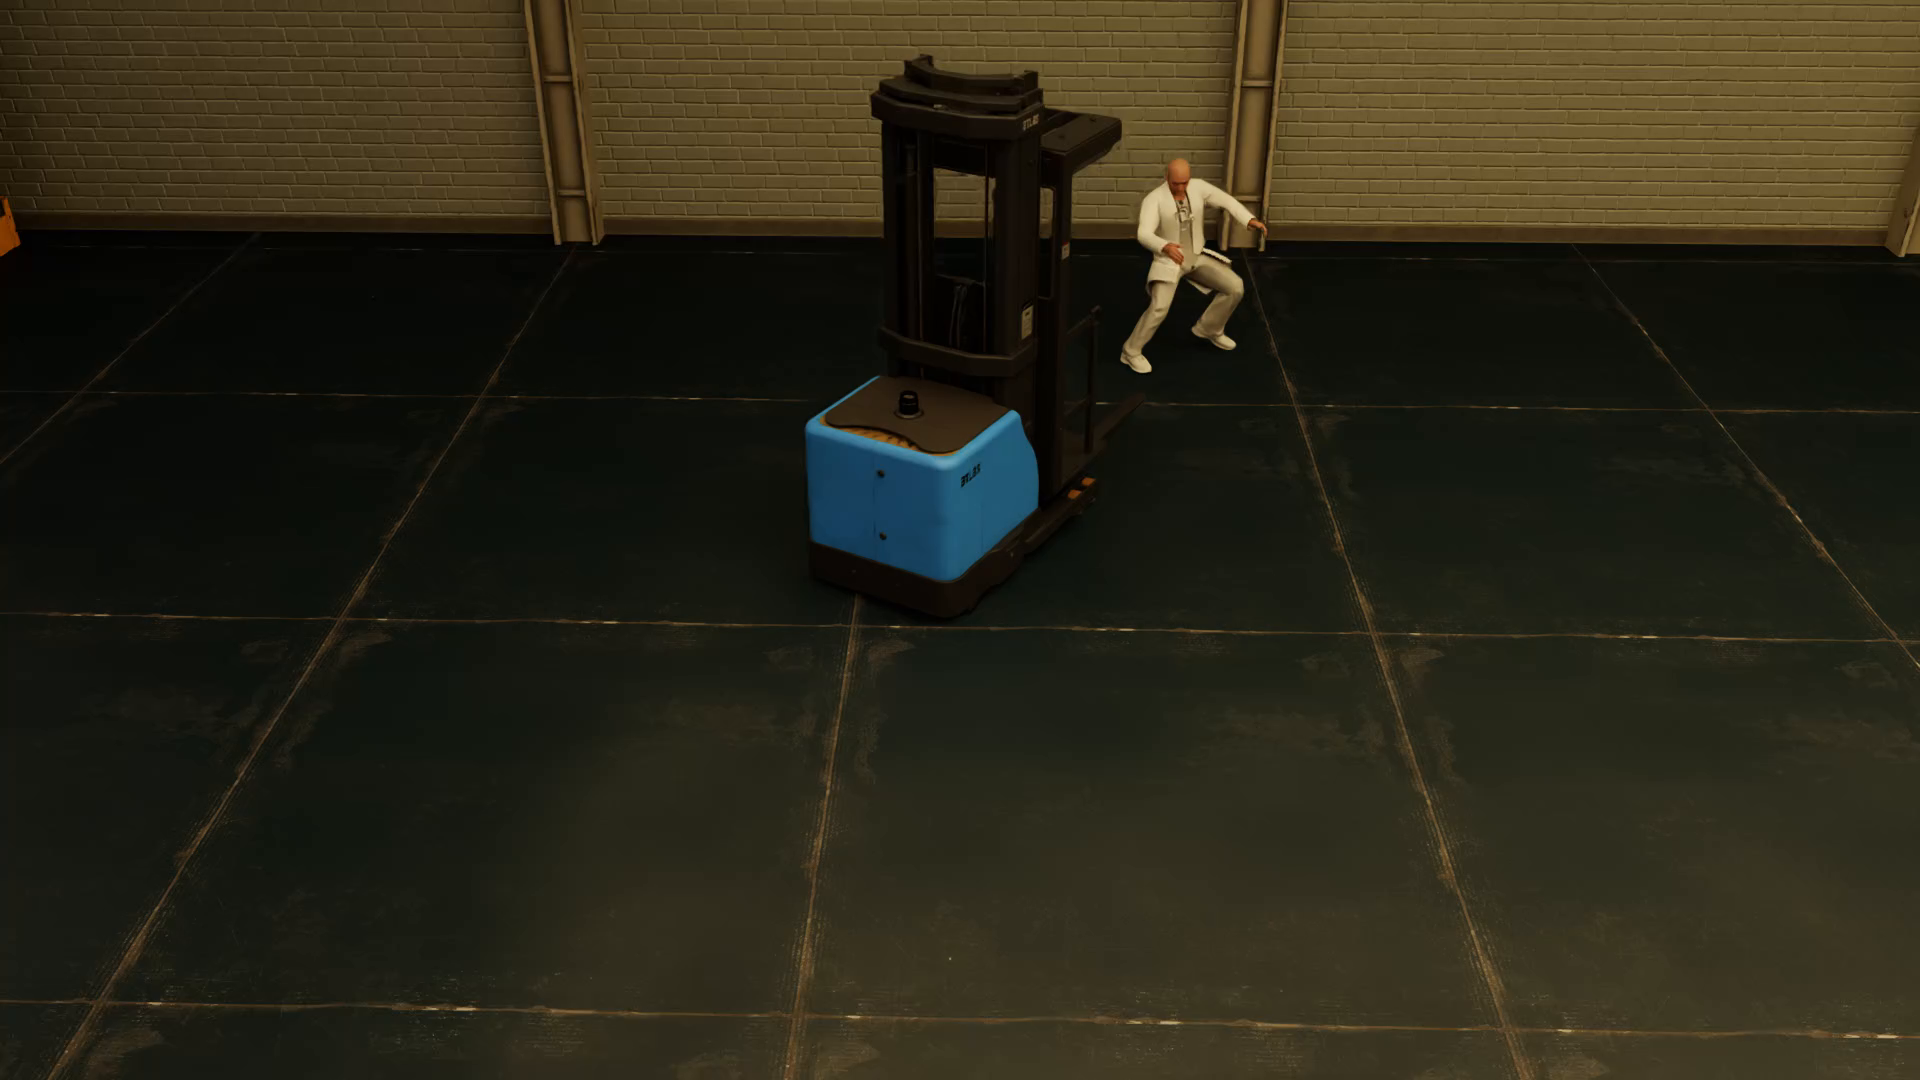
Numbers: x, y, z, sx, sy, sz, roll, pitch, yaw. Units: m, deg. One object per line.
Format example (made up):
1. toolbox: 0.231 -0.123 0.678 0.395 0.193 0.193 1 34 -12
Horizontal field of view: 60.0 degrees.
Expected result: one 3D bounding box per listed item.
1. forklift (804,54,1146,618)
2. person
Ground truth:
1. forklift: 0.270 -1.529 10.207 1.130 2.935 3.031 17 34 26
2. person: 1.746 -2.083 12.503 1.023 1.549 0.773 -9 32 -14
